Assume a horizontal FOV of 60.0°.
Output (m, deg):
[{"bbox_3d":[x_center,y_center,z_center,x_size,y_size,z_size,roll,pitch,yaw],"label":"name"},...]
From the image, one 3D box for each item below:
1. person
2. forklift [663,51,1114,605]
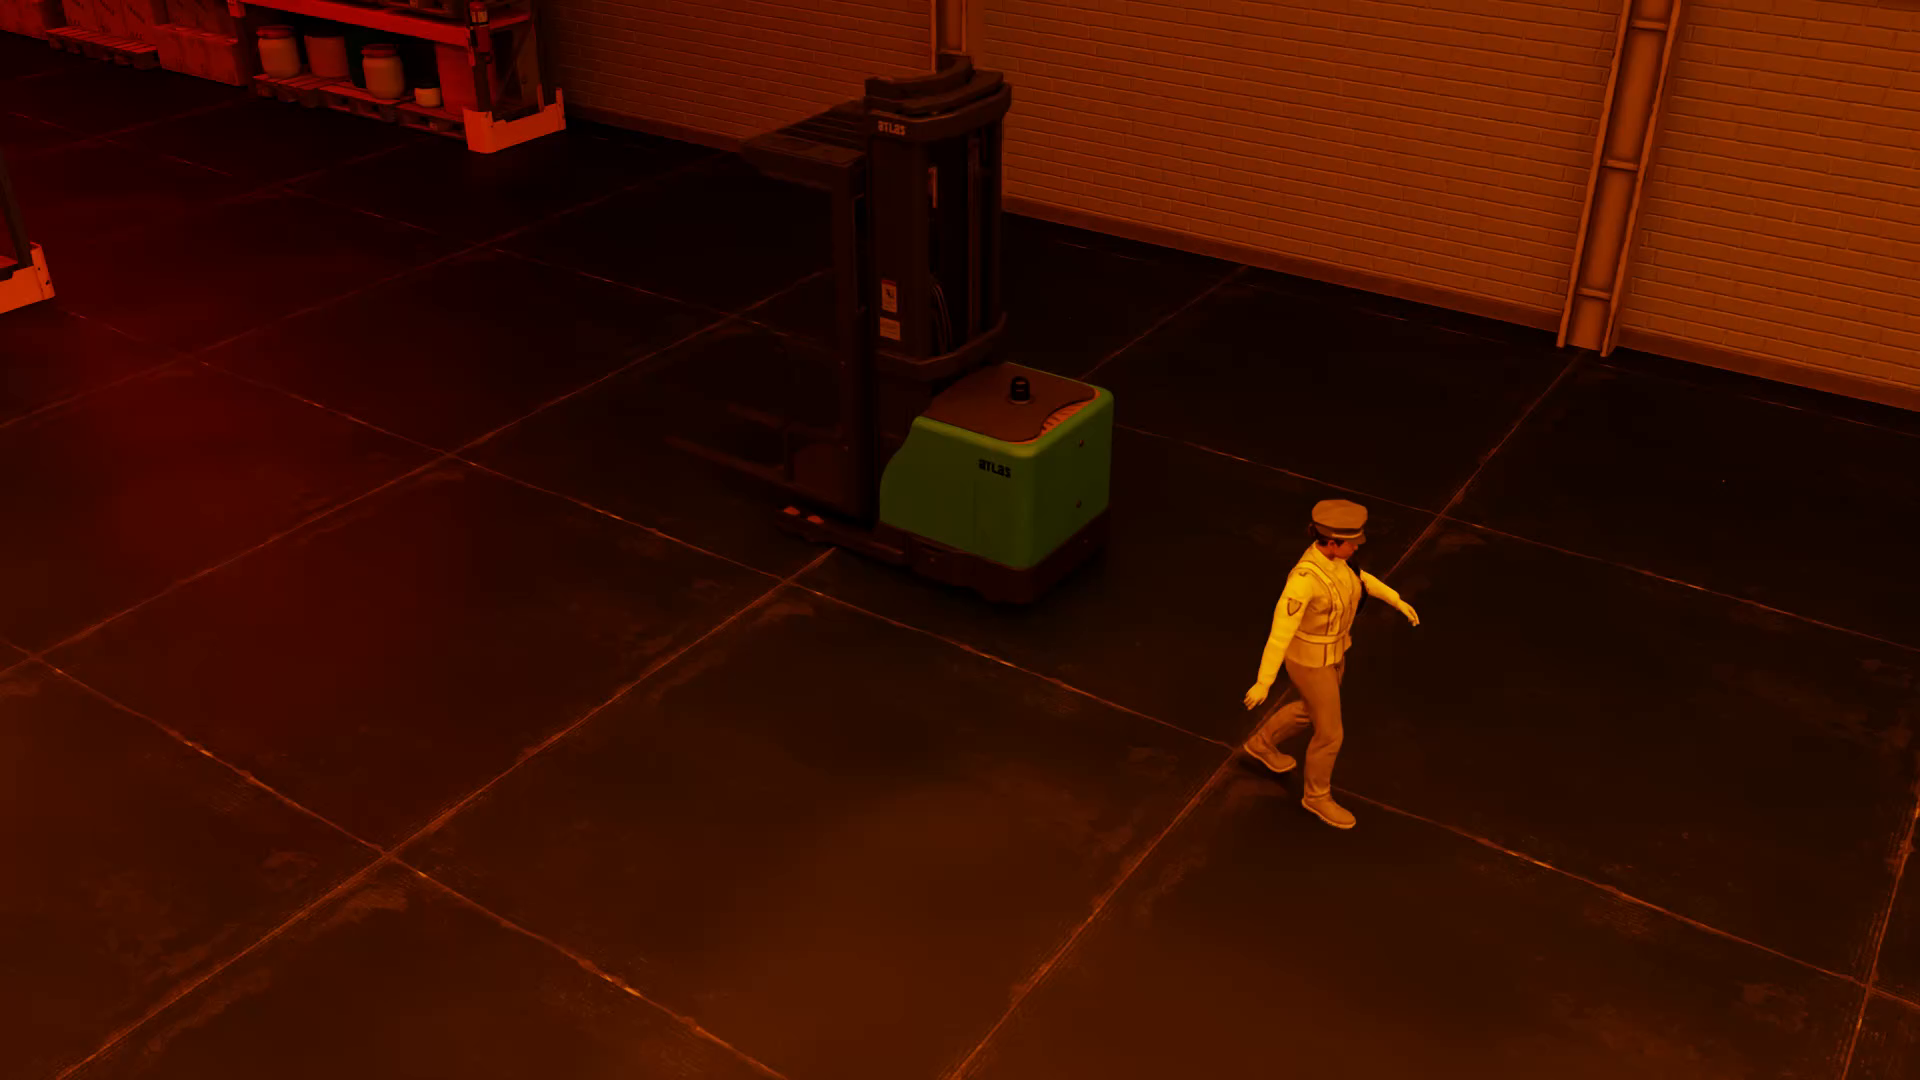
[{"bbox_3d":[1.703,0.569,7.895,0.710,1.650,0.855,16,34,26],"label":"person"},{"bbox_3d":[-0.572,-1.452,10.082,3.031,2.935,1.130,19,35,29],"label":"forklift"}]
